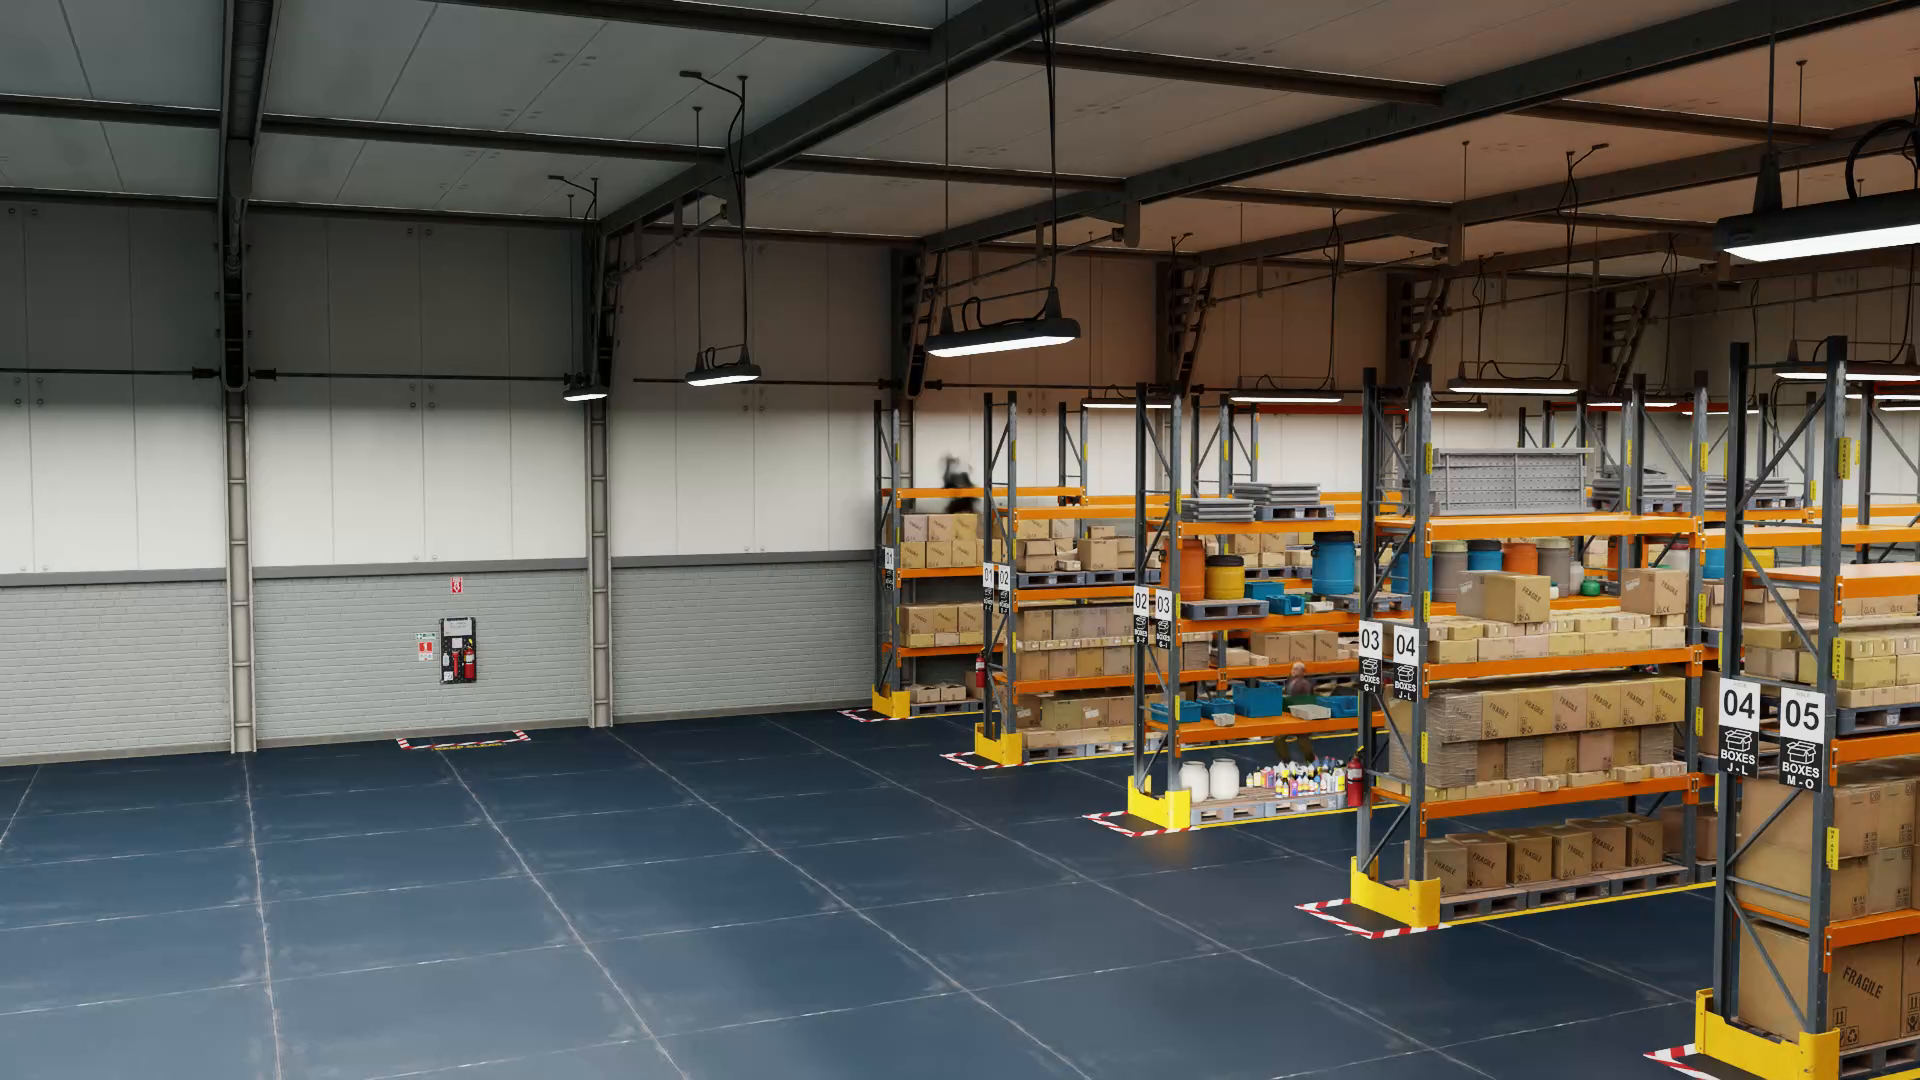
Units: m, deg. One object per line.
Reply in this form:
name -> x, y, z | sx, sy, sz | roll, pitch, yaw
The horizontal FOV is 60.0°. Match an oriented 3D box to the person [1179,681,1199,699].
person -> 4.189, 2.465, 31.057 | 0.968, 1.747, 0.710 | -2, 4, -28

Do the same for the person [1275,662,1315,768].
person -> 5.174, 2.794, 25.598 | 0.829, 1.845, 0.675 | -2, 4, -35
